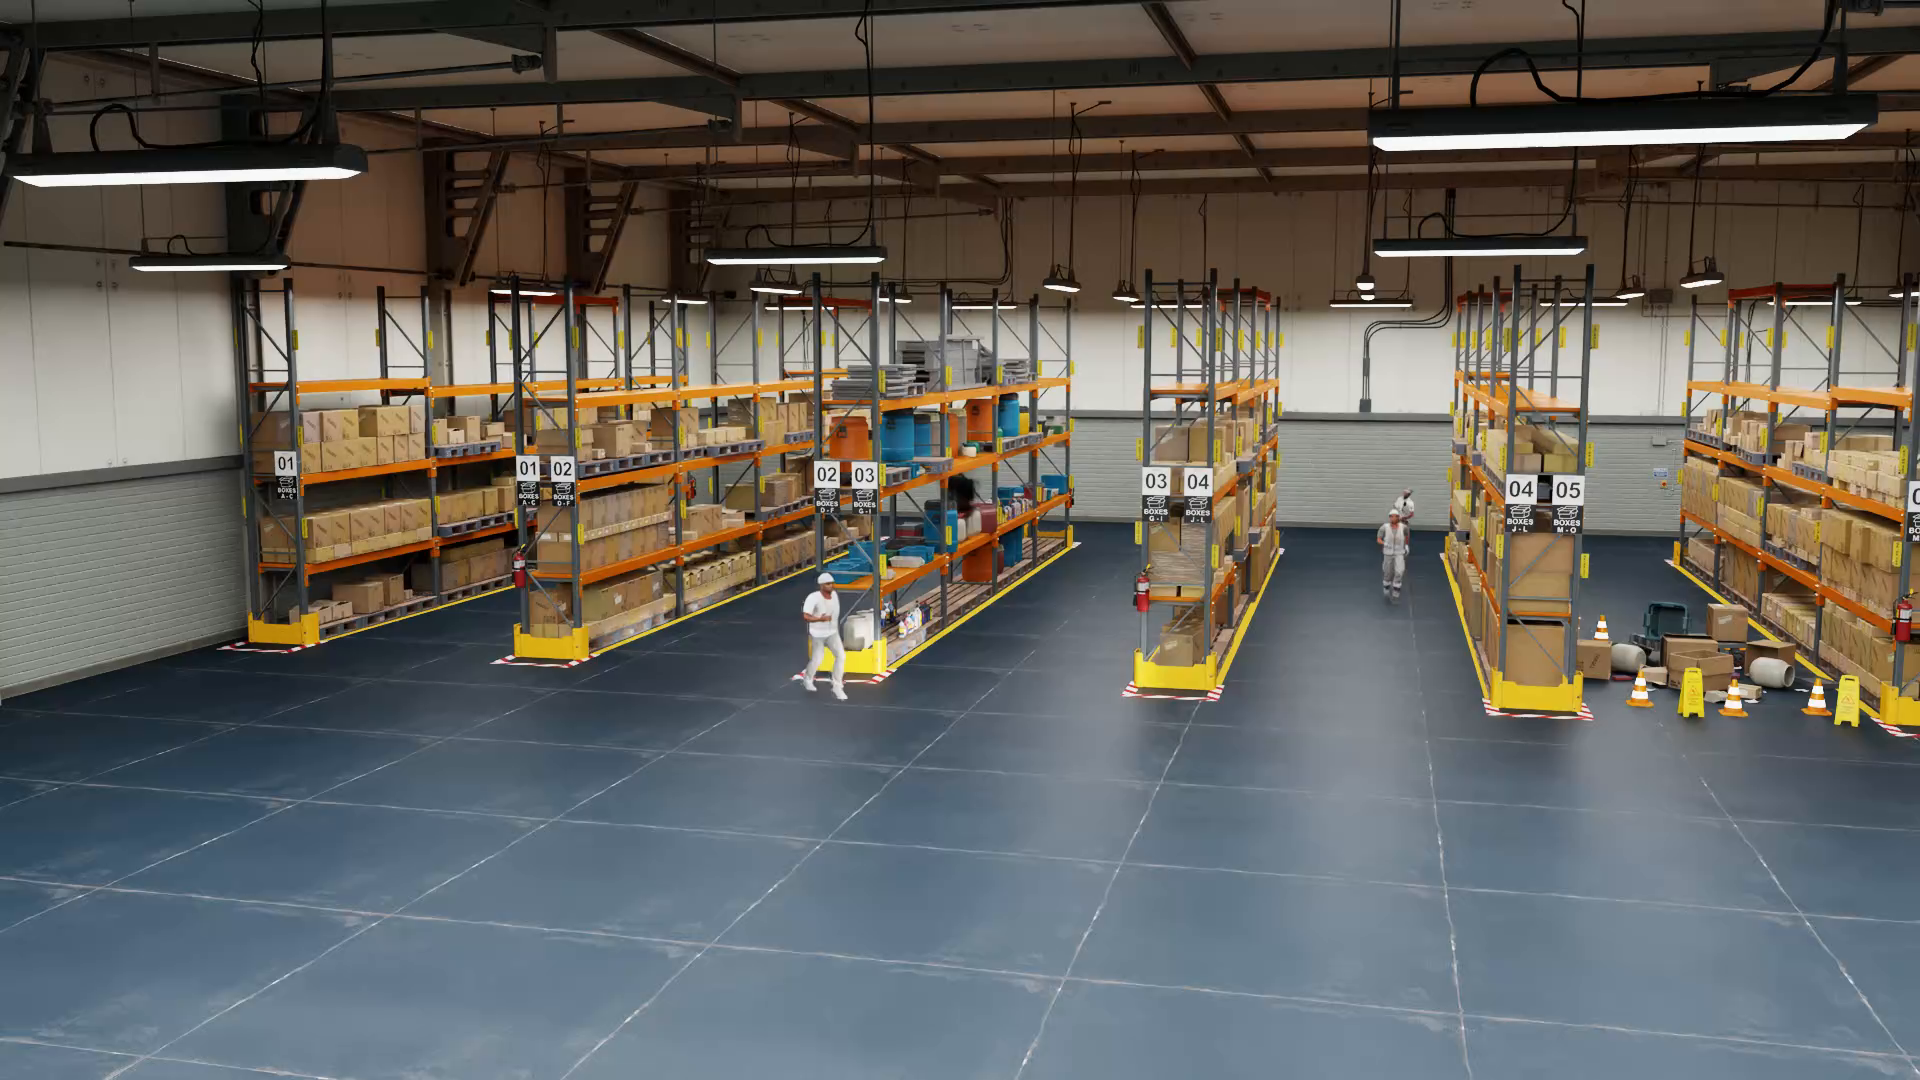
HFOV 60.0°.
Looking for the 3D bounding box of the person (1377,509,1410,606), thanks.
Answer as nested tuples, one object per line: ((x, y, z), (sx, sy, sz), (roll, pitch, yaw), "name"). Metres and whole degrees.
((8.270, 0.320, 31.774), (0.602, 1.838, 0.818), (2, 7, 14), "person")

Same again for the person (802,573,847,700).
((-1.933, 1.344, 23.415), (0.720, 1.792, 0.826), (-5, 9, -37), "person")

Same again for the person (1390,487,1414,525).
((10.322, -0.475, 39.117), (0.540, 1.584, 0.781), (-6, 9, -42), "person")
